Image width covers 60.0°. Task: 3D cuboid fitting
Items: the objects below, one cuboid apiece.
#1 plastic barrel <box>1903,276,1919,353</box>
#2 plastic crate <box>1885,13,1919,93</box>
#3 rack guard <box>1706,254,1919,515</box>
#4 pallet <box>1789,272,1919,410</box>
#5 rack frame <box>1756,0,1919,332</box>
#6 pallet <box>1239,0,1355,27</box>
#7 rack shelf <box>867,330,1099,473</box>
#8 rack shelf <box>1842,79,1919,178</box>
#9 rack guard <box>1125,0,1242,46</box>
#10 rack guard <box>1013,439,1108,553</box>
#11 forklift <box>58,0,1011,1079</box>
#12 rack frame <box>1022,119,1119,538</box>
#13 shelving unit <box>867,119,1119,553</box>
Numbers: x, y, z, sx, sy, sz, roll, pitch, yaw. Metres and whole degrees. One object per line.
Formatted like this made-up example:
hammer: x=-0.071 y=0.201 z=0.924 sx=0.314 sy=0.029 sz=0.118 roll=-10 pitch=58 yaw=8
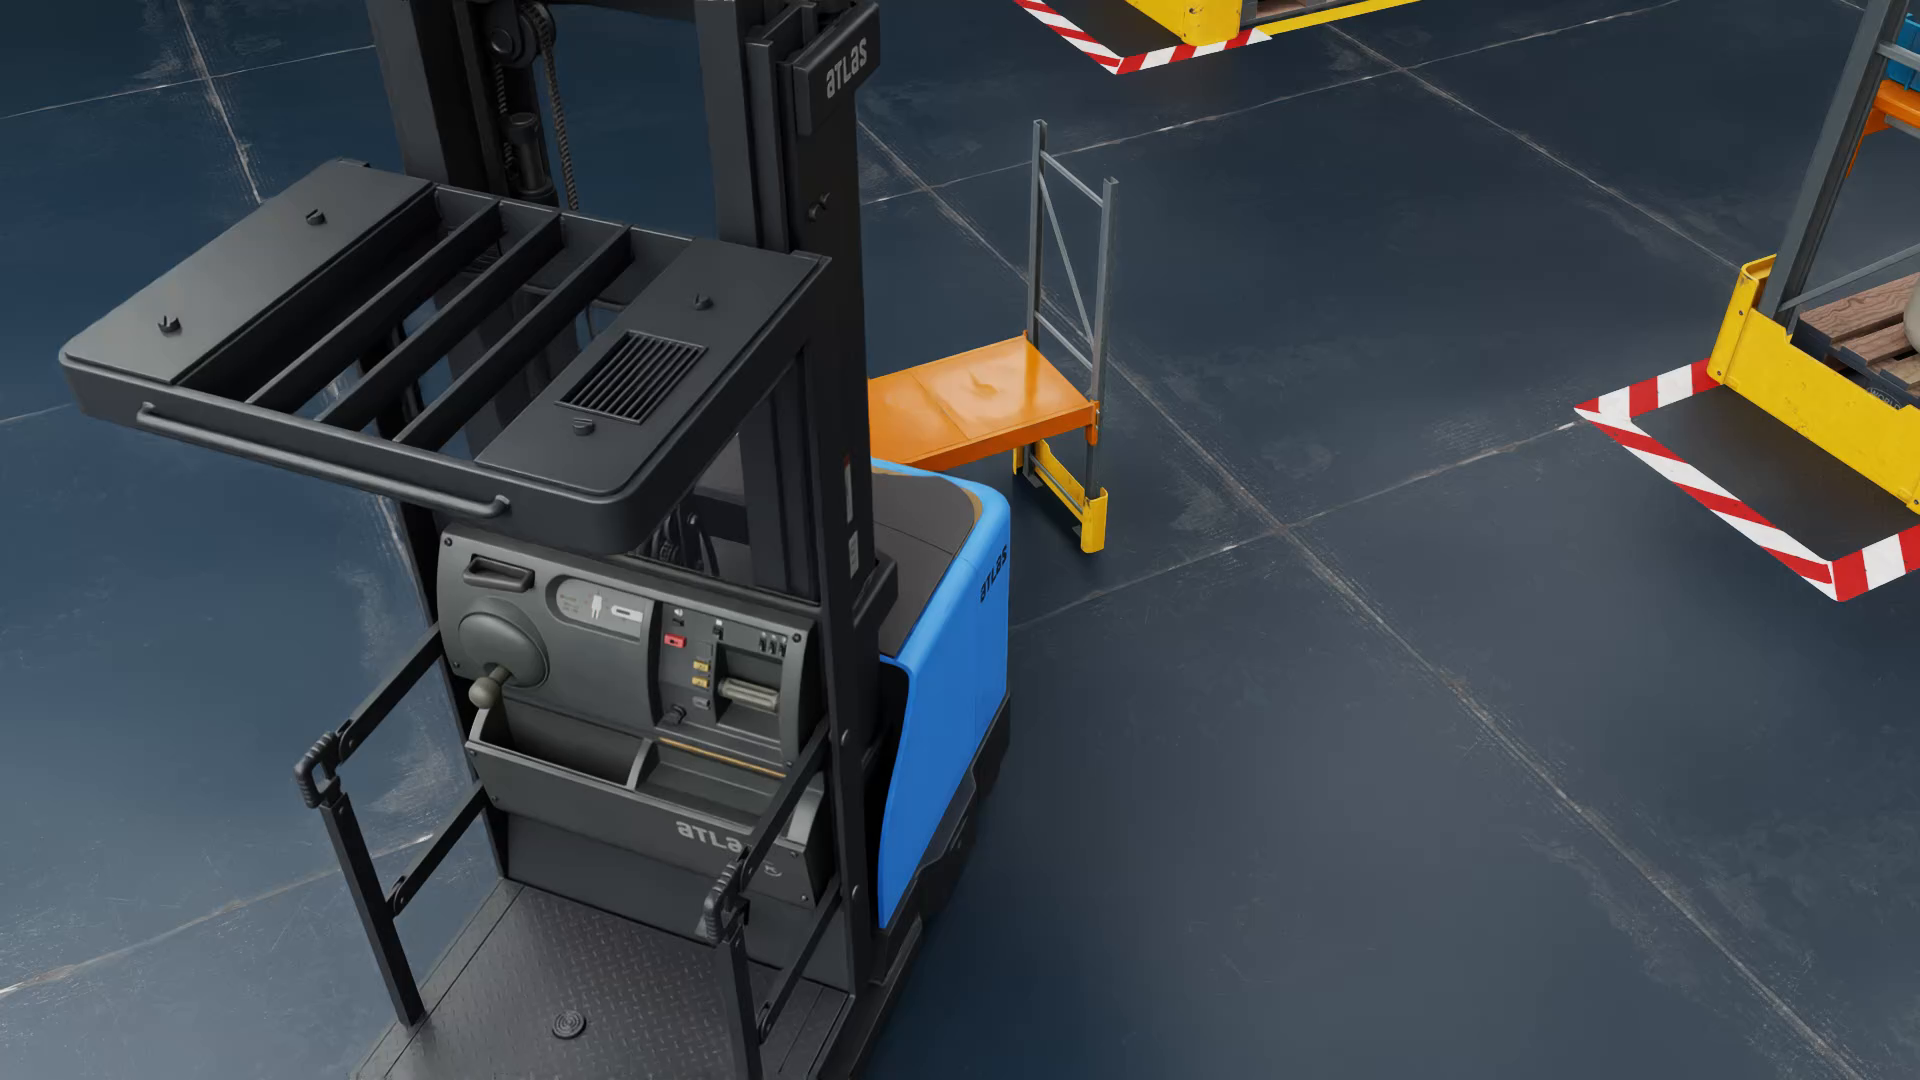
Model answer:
plastic barrel: x=4.087 y=-0.991 z=6.700 sx=0.421 sy=0.512 sz=0.421 roll=0 pitch=40 yaw=0
plastic crate: x=3.845 y=-1.805 z=6.175 sx=0.616 sy=0.251 sz=0.499 roll=-19 pitch=44 yaw=-21
rack guard: x=3.585 y=-0.636 z=6.615 sx=0.348 sy=0.500 sz=1.175 roll=-19 pitch=44 yaw=-21
pallet: x=4.308 y=-0.765 z=6.991 sx=1.213 sy=0.211 sz=1.003 roll=-19 pitch=44 yaw=-21
rack frame: x=3.539 y=-1.541 z=5.748 sx=0.127 sy=3.000 sz=1.000 roll=-19 pitch=44 yaw=-21
pallet: x=1.913 y=-3.568 z=10.302 sx=1.213 sy=0.211 sz=1.003 roll=-19 pitch=44 yaw=-21
rack shelf: x=-0.076 y=-0.410 z=5.852 sx=1.000 sy=0.185 sz=0.538 roll=-19 pitch=44 yaw=-21
rack shelf: x=5.313 y=-1.863 z=6.686 sx=4.000 sy=0.370 sz=1.077 roll=-19 pitch=44 yaw=-21
rack guard: x=1.233 y=-3.419 z=9.902 sx=0.348 sy=0.500 sz=1.175 roll=-19 pitch=44 yaw=-21
rack guard: x=0.374 y=-0.221 z=6.318 sx=0.087 sy=0.250 sz=0.587 roll=-19 pitch=44 yaw=-21
forklift: x=-0.845 y=0.331 z=3.591 sx=1.130 sy=2.935 sz=3.031 roll=14 pitch=42 yaw=16
rack frame: x=0.375 y=-0.699 z=5.915 sx=0.032 sy=1.500 sz=0.500 roll=-19 pitch=44 yaw=-21
shelving unit: x=-0.068 y=-0.550 z=5.739 sx=1.083 sy=1.500 sz=0.587 roll=-19 pitch=44 yaw=-21
